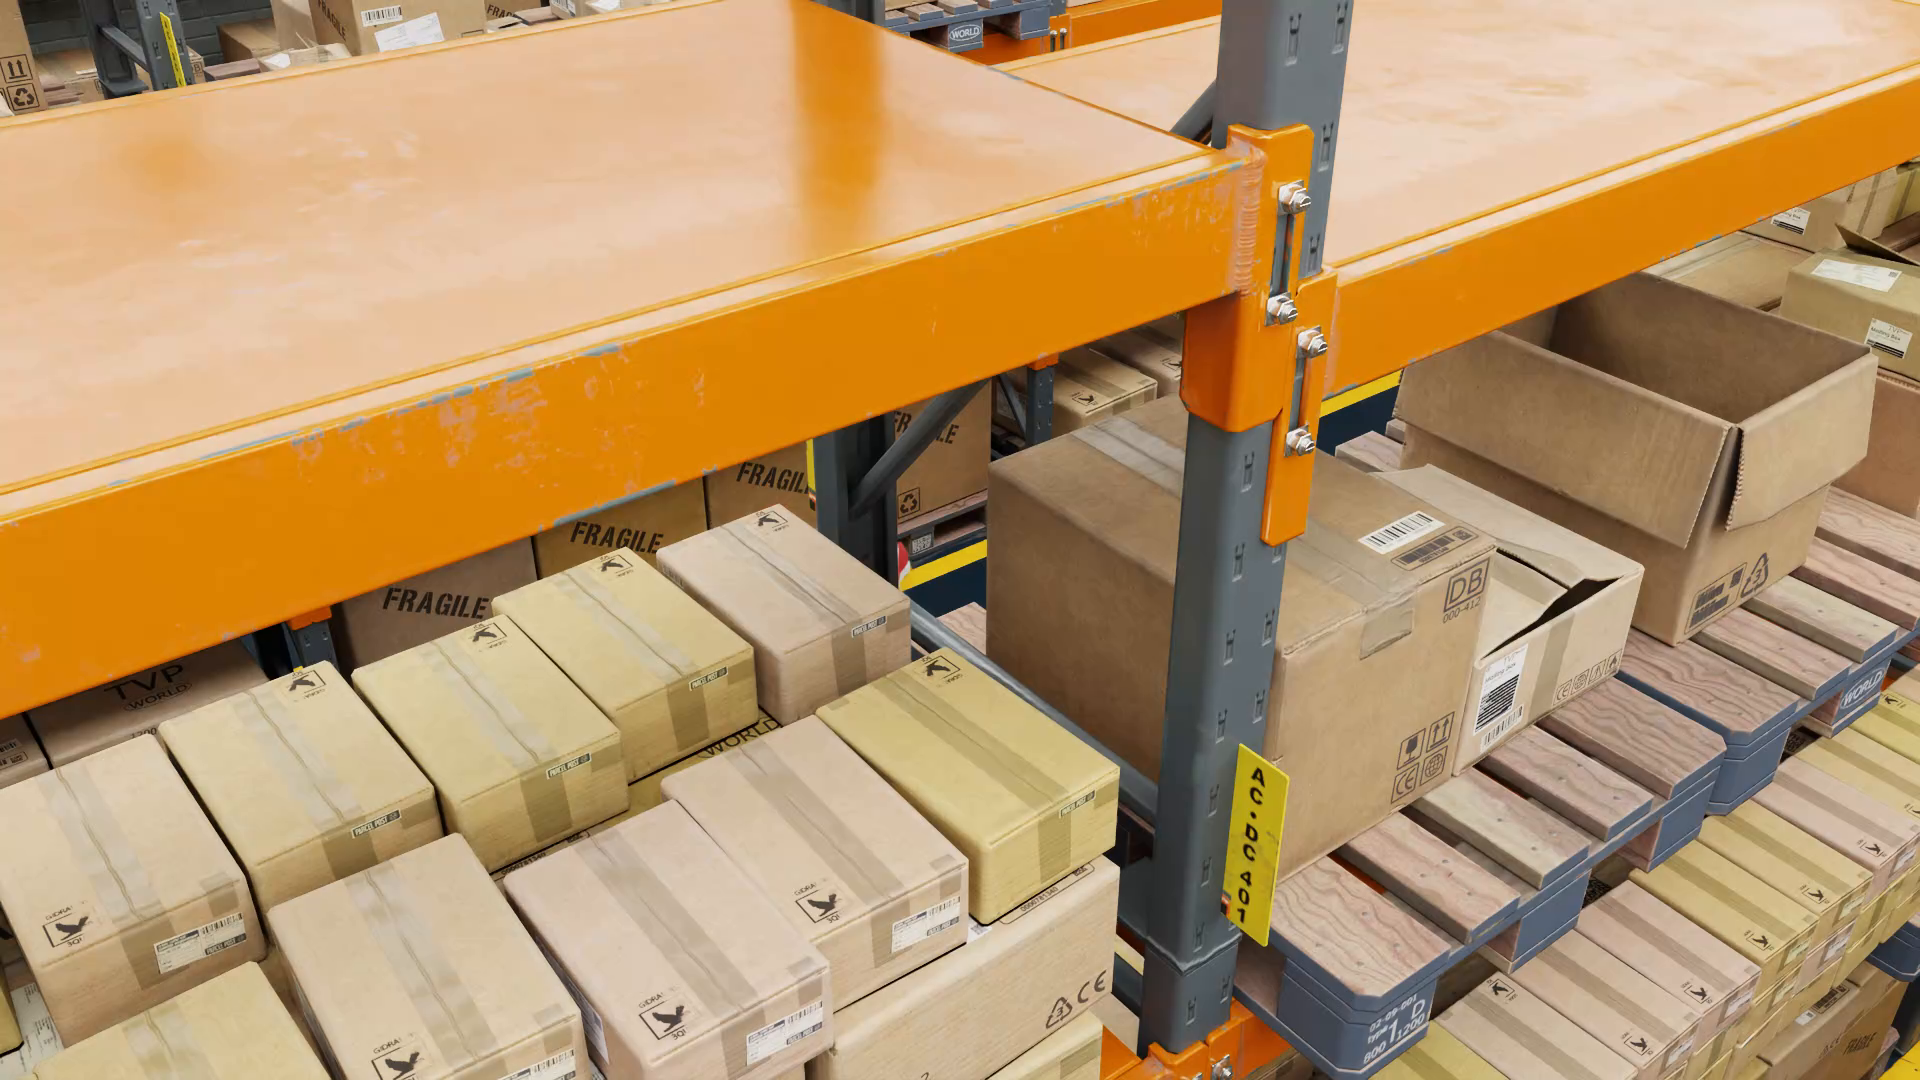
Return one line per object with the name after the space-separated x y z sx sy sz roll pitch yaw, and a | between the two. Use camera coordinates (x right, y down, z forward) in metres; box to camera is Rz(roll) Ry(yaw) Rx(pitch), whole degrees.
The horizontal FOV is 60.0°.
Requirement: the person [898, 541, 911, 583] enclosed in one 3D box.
-0.656 0.475 7.582 0.952 1.010 0.522 -24 39 -34 | person
